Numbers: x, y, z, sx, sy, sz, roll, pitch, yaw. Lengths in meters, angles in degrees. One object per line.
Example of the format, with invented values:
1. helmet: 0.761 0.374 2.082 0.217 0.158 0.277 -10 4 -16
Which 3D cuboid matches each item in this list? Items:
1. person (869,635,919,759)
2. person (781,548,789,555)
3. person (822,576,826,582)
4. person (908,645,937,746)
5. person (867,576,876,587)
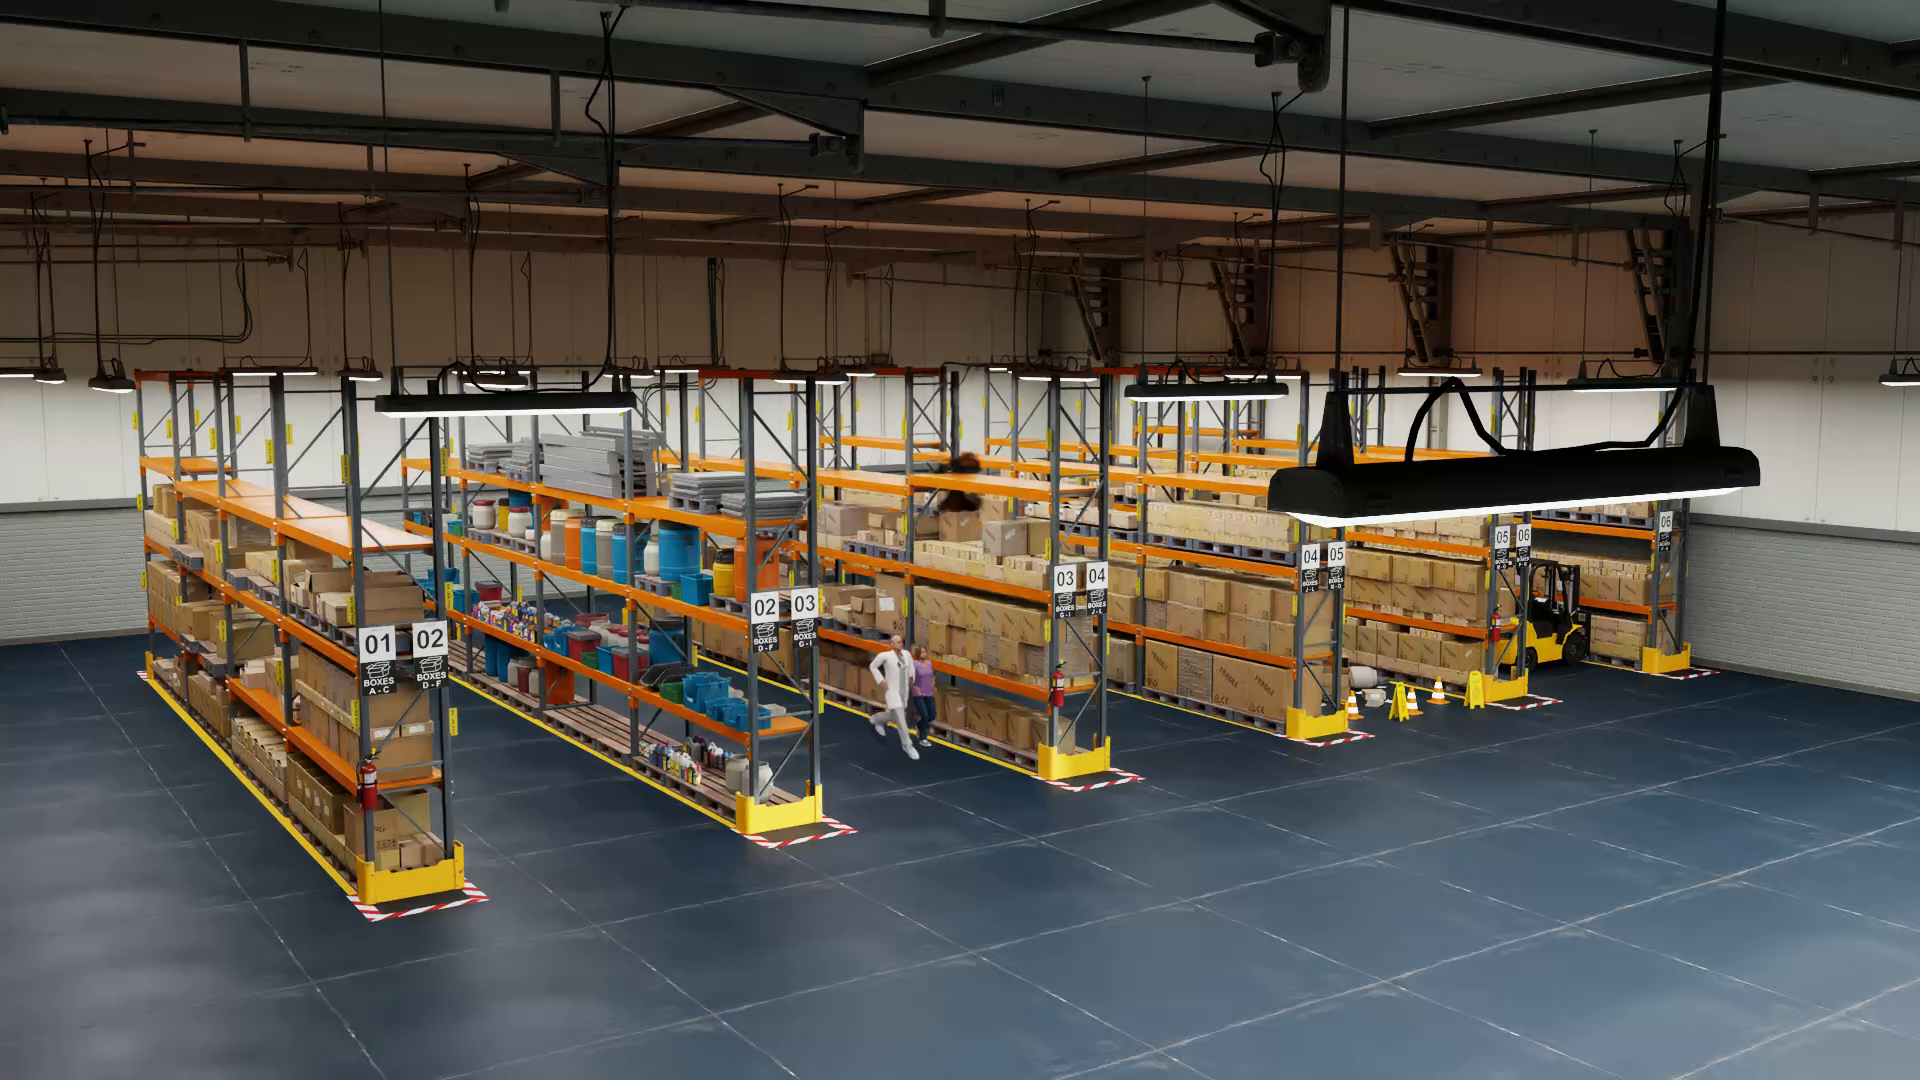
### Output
1. person: -0.986 2.335 25.282 1.189 1.815 0.673 6 9 44
2. person: -4.279 0.974 39.958 0.712 1.710 0.541 0 6 -2
3. person: -2.976 1.554 34.983 0.631 1.717 0.776 -5 8 -38
4. person: -0.594 2.395 25.595 0.535 1.530 0.514 -4 8 -33
5. person: -2.228 0.543 43.749 0.688 1.722 0.747 4 8 33
